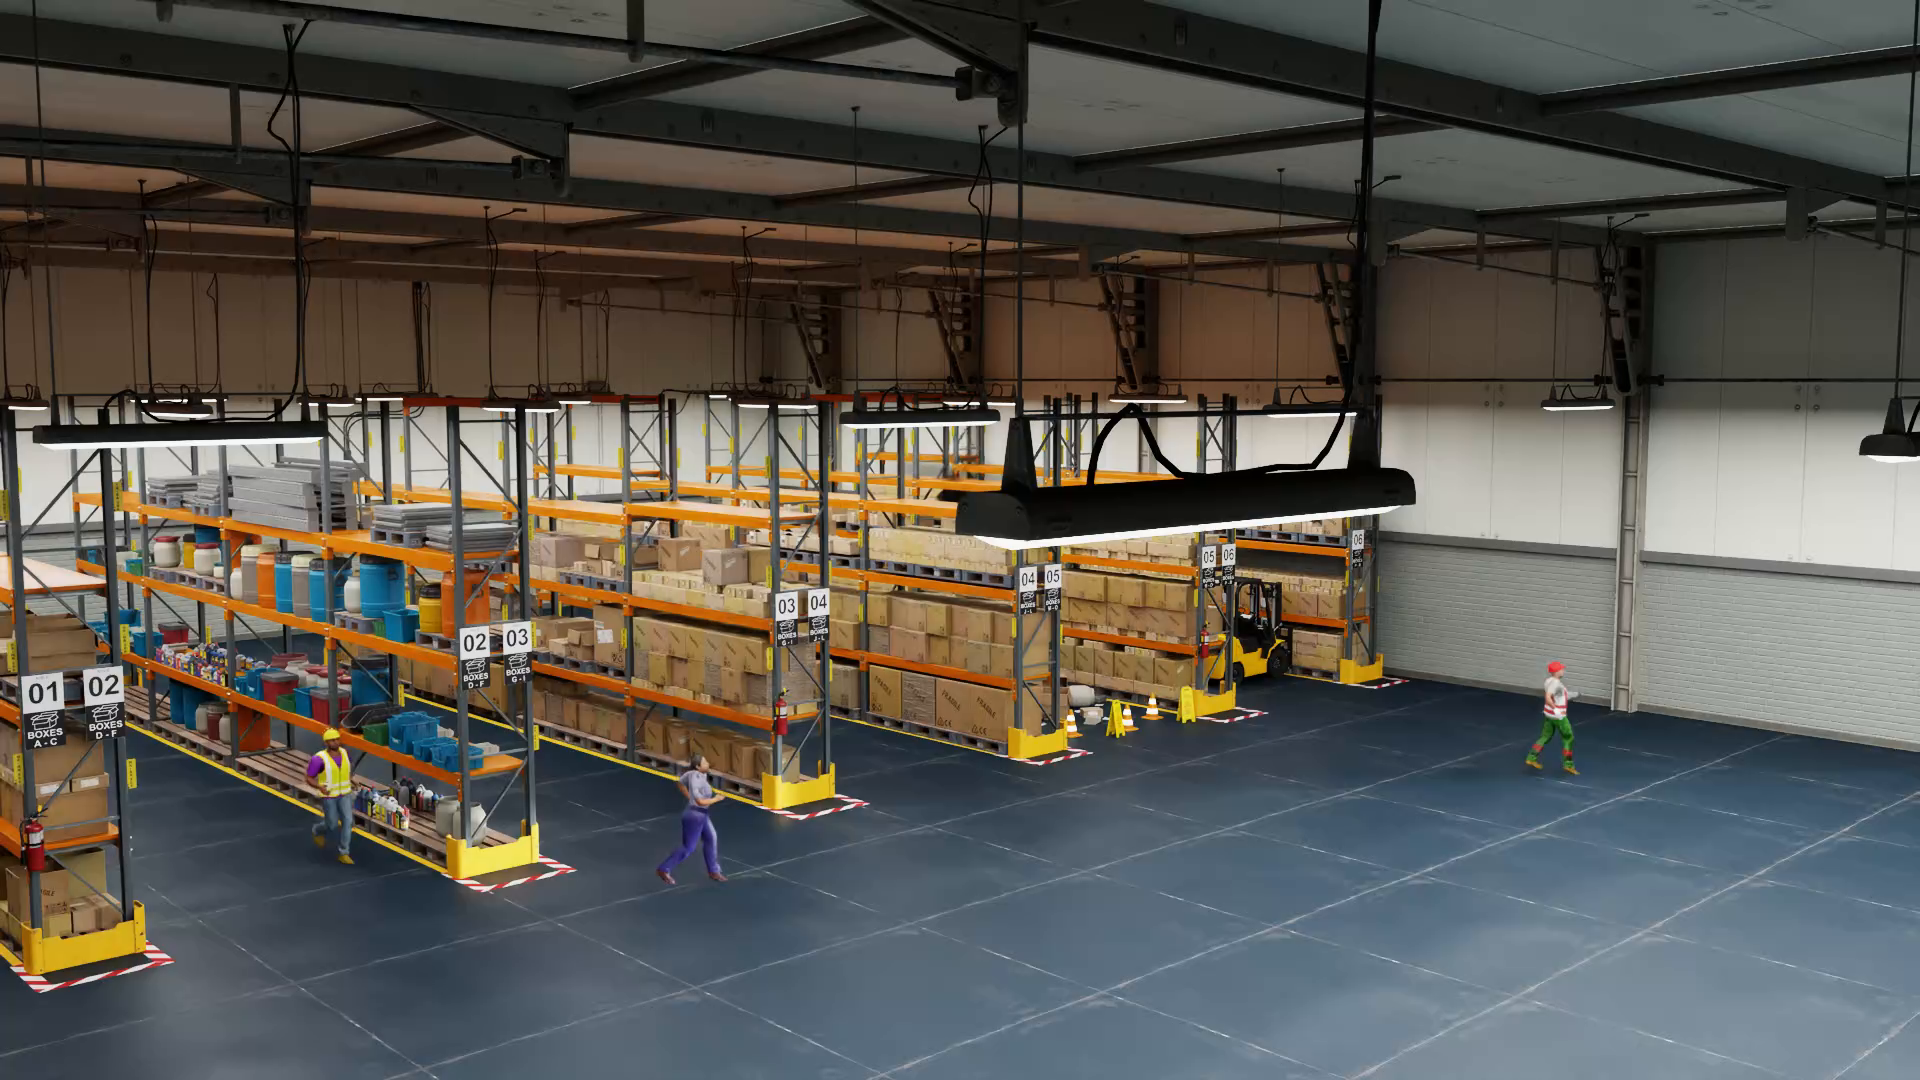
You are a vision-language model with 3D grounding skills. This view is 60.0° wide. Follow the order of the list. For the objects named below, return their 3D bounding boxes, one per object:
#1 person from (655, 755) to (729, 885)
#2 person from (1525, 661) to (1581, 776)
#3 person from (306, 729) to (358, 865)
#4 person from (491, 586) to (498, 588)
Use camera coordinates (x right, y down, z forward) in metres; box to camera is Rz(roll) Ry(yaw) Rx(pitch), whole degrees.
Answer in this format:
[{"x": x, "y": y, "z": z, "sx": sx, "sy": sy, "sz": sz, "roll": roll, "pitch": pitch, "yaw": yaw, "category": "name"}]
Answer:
[{"x": -3.358, "y": 3.524, "z": 20.790, "sx": 0.922, "sy": 1.662, "sz": 0.614, "roll": -1, "pitch": 6, "yaw": -11, "category": "person"}, {"x": 9.514, "y": 2.854, "z": 26.606, "sx": 0.852, "sy": 1.835, "sz": 0.651, "roll": 0, "pitch": 6, "yaw": -4, "category": "person"}, {"x": -8.254, "y": 3.356, "z": 21.912, "sx": 0.850, "sy": 1.758, "sz": 0.699, "roll": 5, "pitch": 7, "yaw": 41, "category": "person"}, {"x": -11.162, "y": 1.738, "z": 38.824, "sx": 0.987, "sy": 1.728, "sz": 0.676, "roll": 0, "pitch": 6, "yaw": -3, "category": "person"}]
